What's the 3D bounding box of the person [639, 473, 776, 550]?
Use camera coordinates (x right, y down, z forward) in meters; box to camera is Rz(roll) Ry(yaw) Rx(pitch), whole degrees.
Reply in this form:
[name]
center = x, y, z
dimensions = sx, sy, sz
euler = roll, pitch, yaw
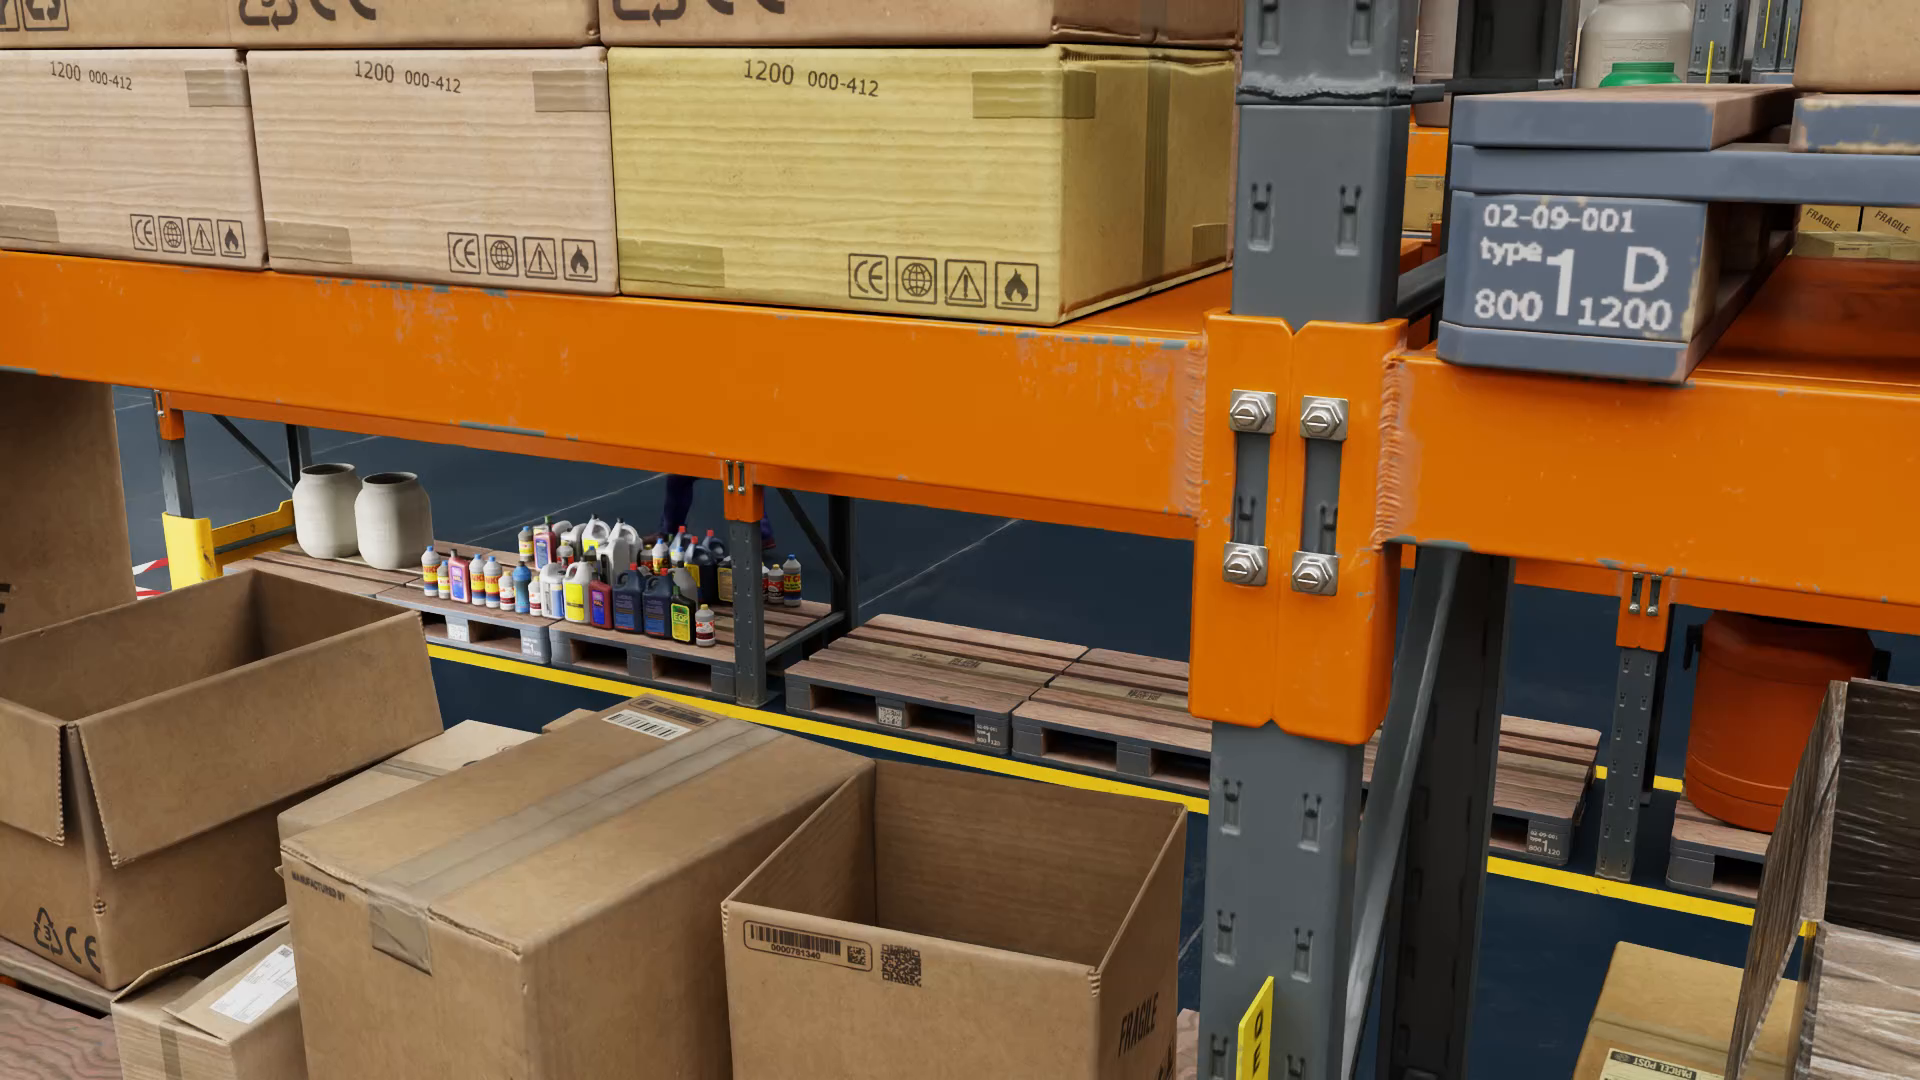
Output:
[person]
center = -1.627, -0.718, 10.571
dimensions = 0.948, 1.601, 0.497
euler = 9, 18, 28
